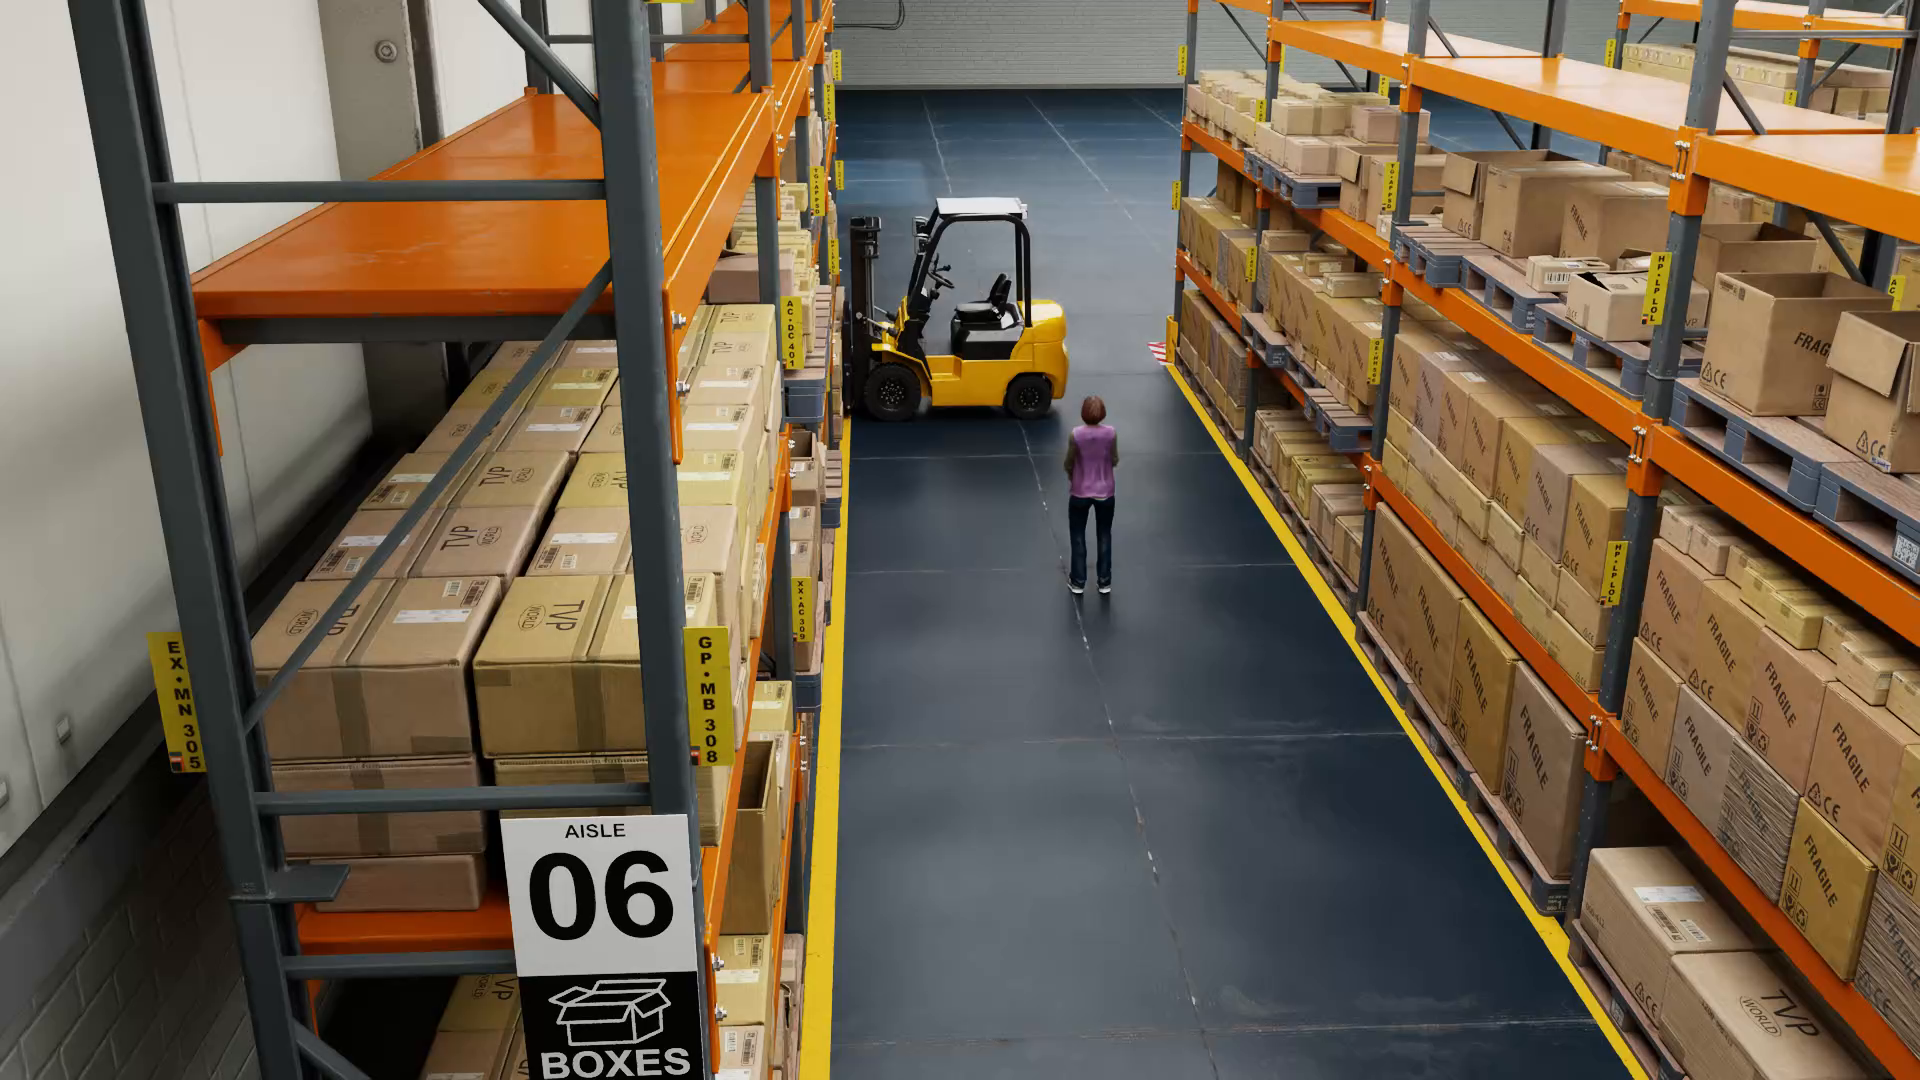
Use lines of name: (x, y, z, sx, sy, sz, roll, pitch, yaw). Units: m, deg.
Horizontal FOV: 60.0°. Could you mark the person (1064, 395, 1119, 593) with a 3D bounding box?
person: (1.009, -0.381, 12.895, 0.425, 1.596, 0.489, -1, 21, -3)
